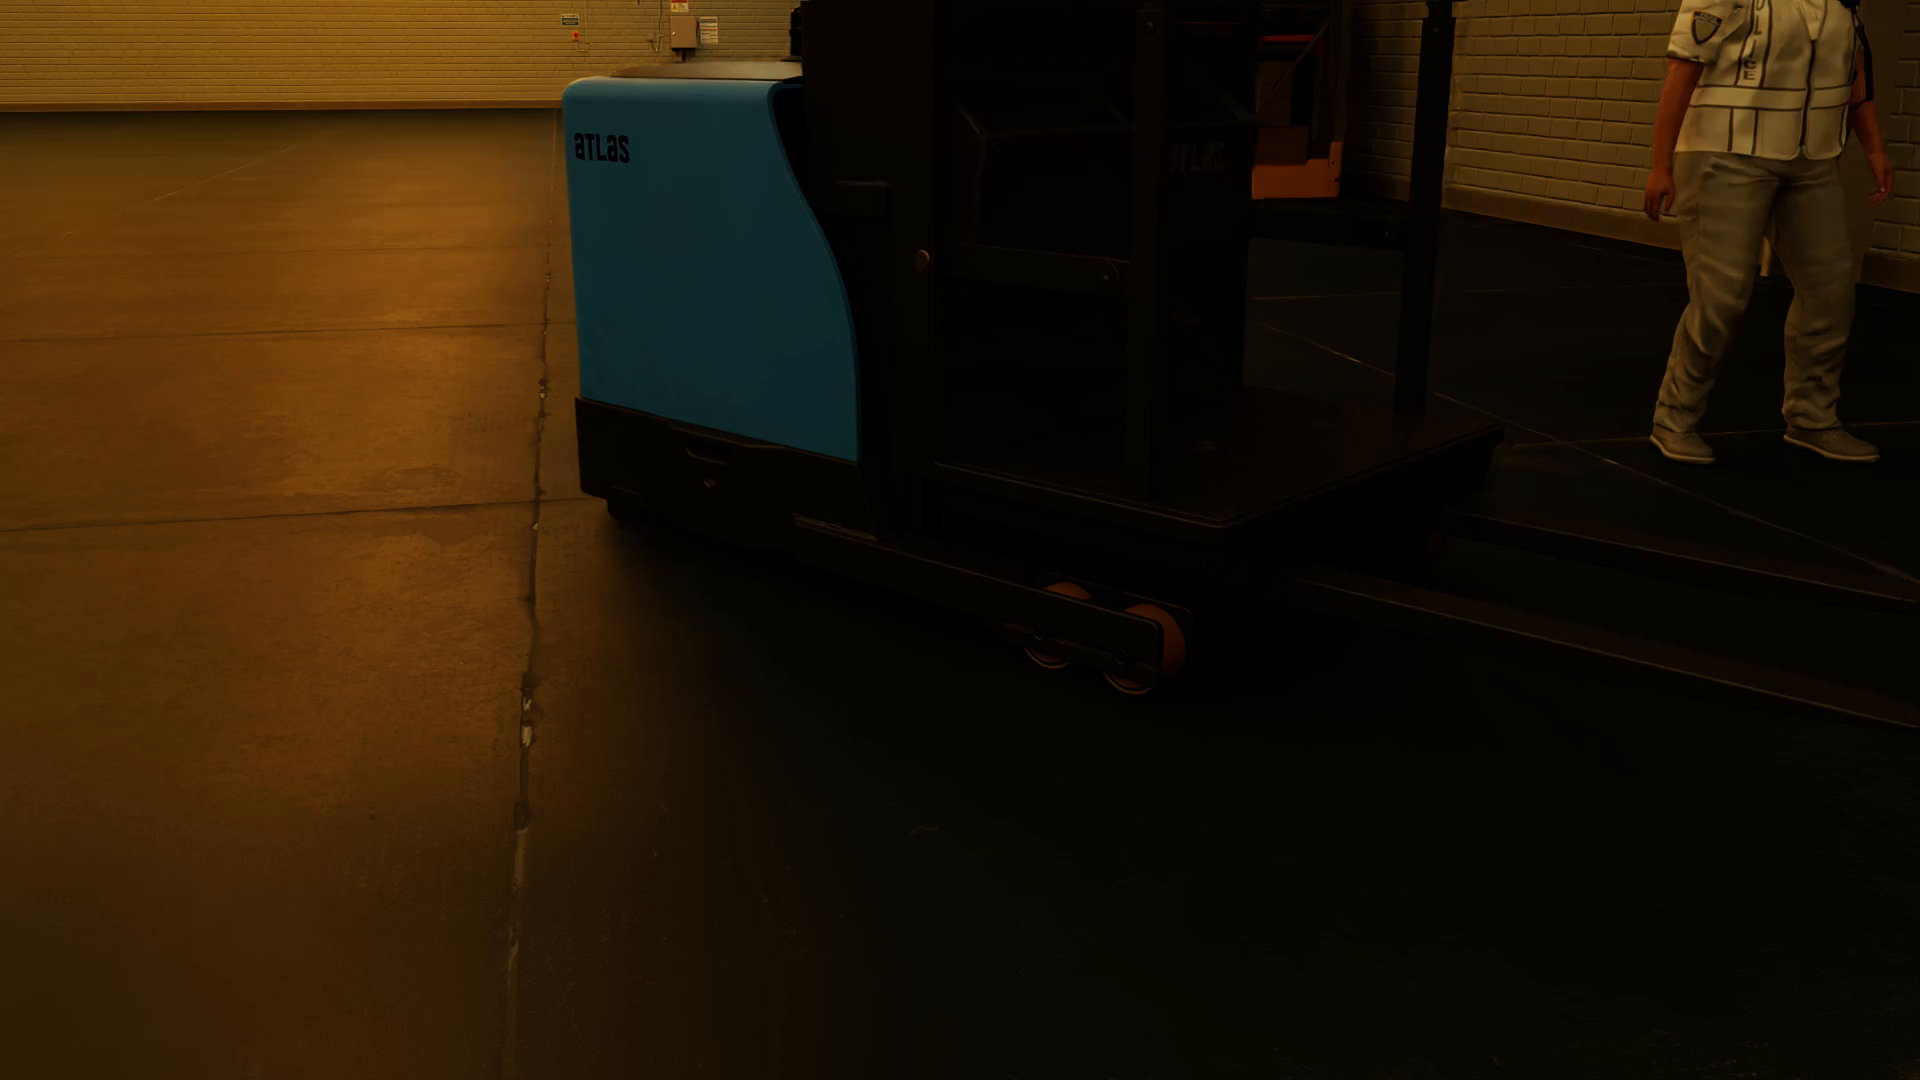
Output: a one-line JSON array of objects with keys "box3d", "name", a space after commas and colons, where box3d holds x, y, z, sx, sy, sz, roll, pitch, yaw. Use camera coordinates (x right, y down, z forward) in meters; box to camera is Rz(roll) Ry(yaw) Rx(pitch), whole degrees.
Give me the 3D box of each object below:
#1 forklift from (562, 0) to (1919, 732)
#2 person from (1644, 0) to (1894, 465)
[{"box3d": [0.465, -1.287, 3.202, 3.031, 2.935, 1.130, 15, 22, 41], "name": "forklift"}, {"box3d": [2.258, -1.035, 4.618, 0.708, 1.646, 0.433, -3, 17, -12], "name": "person"}]
